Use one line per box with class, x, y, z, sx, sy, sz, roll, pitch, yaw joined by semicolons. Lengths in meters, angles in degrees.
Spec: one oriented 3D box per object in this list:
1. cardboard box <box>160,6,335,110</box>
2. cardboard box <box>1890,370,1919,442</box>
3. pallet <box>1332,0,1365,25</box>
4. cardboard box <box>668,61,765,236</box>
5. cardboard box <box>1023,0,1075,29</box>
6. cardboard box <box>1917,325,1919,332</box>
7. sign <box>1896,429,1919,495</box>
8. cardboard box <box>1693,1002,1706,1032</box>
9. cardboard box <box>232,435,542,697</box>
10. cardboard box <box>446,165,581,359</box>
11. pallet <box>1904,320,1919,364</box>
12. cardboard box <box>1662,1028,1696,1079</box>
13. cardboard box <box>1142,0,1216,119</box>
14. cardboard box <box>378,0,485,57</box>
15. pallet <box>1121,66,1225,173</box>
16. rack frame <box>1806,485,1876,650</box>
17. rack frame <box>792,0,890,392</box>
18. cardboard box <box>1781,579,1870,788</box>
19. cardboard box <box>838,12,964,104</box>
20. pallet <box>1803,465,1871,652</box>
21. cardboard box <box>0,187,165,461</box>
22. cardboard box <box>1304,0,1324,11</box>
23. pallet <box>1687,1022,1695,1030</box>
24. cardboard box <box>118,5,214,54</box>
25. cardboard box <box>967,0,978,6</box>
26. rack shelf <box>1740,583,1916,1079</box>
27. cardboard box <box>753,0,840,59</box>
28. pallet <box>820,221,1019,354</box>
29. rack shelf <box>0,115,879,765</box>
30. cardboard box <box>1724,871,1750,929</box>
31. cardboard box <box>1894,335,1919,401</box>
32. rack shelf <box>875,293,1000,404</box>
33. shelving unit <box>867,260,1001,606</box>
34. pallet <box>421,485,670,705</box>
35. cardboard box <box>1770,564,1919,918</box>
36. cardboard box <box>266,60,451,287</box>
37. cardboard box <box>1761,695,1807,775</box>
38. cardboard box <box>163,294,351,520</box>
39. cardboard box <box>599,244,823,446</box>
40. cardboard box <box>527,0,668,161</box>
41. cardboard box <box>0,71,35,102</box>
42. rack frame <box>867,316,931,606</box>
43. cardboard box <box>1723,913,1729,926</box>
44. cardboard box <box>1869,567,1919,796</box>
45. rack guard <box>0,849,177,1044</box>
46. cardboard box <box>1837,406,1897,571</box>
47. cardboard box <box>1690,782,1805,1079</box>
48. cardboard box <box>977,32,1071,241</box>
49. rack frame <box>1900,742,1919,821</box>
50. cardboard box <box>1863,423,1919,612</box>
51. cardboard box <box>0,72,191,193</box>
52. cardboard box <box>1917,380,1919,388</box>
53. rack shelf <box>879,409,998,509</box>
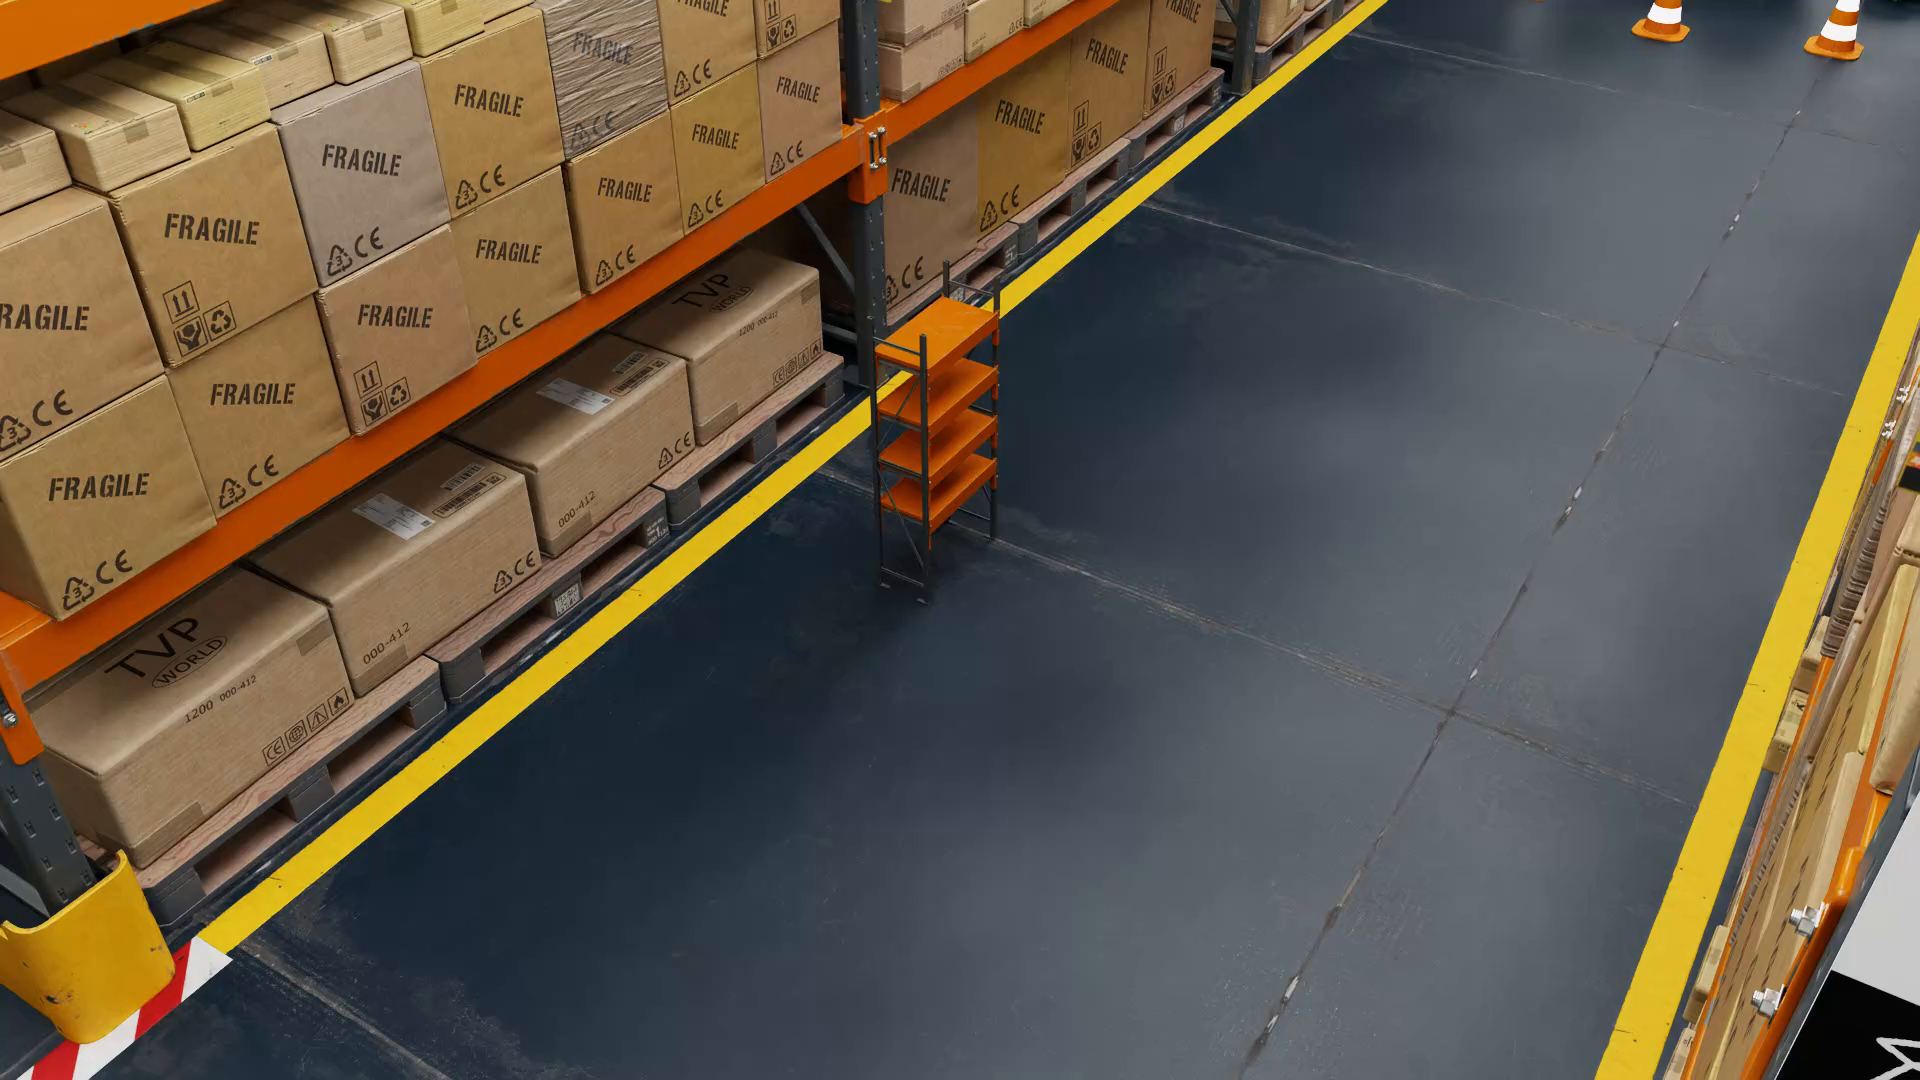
cardboard box;-1.963;-1.329;4.585;0.380;0.149;0.250;22;43;26
cardboard box;3.024;-0.352;4.955;0.380;0.149;0.250;23;43;27
pallet;2.435;-4.044;11.823;1.003;0.211;1.213;21;42;25
cardboard box;-1.086;-1.507;6.166;0.500;0.500;0.500;20;42;24
cardboard box;0.241;-2.665;7.873;0.500;0.250;0.500;21;42;25
cardboard box;4.734;-1.187;7.536;0.500;0.500;0.500;22;43;26
sign;0.851;-0.159;1.317;0.100;0.325;0.005;21;42;25
cardboard box;2.047;1.386;4.243;0.380;0.149;0.250;23;43;27
cardboard box;-2.173;0.006;6.040;0.875;0.438;0.875;22;43;26
cardboard box;-1.636;-0.978;5.480;0.500;0.500;0.500;23;43;27
pallet;5.175;-1.046;7.933;1.003;0.211;1.213;21;42;25
cardboard box;1.882;1.388;3.997;0.380;0.149;0.250;23;43;27
cardboard box;0.921;-3.115;9.731;0.875;0.875;0.875;21;42;25
cardboard box;-1.635;-1.566;4.892;0.380;0.149;0.250;20;42;24
pallet;0.875;-2.633;9.993;1.003;0.211;1.213;21;42;25
rack frame;3.452;-0.490;4.929;1.000;3.000;0.127;21;42;25
rack frame;-0.782;-2.057;6.962;1.000;3.000;0.127;21;42;25
cardboard box;2.152;0.317;3.557;0.500;0.500;0.500;23;43;27
cardboard box;-0.323;-2.138;7.190;0.500;0.250;0.500;20;42;24
pallet;3.868;0.212;6.302;1.003;0.211;1.213;21;42;25
cardboard box;-2.427;-0.585;4.151;0.500;0.500;0.500;20;42;24
cardboard box;2.061;-3.916;11.181;0.950;0.372;0.625;20;42;24
pallet;2.469;1.603;4.497;1.003;0.211;1.213;21;42;25
cardboard box;-2.349;-1.466;4.762;0.380;0.149;0.250;21;42;25
cardboard box;-0.053;-2.608;7.390;0.500;0.250;0.500;22;43;26
rack shelf;2.380;-0.362;2.895;1.077;0.370;4.000;21;42;25
cardboard box;-0.802;-2.159;6.193;0.500;0.500;0.500;21;42;25
pallet;-0.432;-1.375;8.361;1.003;0.211;1.213;21;42;25
rack shelf;-1.854;-0.741;5.844;1.077;0.370;4.000;21;42;25
cardboard box;2.324;1.116;4.593;0.380;0.149;0.250;21;42;25
cardboard box;4.189;-0.658;6.850;0.500;0.500;0.500;20;42;24
rack shelf;-0.089;-0.701;6.033;0.258;0.148;0.480;21;42;25
shelving unit;-0.089;-0.390;6.273;0.258;1.200;0.503;21;42;25
pallet;-1.908;0.045;6.519;1.003;0.211;1.213;21;42;25
cardboard box;1.615;0.440;2.578;0.500;0.500;0.500;20;42;24
cardboard box;-1.887;-1.122;4.847;0.500;0.500;0.500;21;42;25
cardboard box;2.843;0.692;5.386;0.380;0.149;0.250;22;43;26
cardboard box;-2.178;-0.458;4.806;0.500;0.500;0.500;21;42;25
cardboard box;-1.209;-0.920;7.242;0.875;0.438;0.875;21;42;24
cardboard box;-1.345;-1.635;5.513;0.500;0.500;0.500;22;43;26
cardboard box;-2.719;-1.238;4.466;0.380;0.149;0.250;21;42;25
rack frame;-0.219;-0.264;6.110;0.240;1.200;0.015;21;42;25
cardboard box;2.324;1.237;4.679;0.380;0.149;0.250;20;42;24
cardboard box;1.329;0.122;1.801;0.500;0.250;0.500;20;42;24
rack guard;-2.938;1.007;5.034;1.175;0.500;0.348;21;42;25
cardboard box;3.636;-0.131;6.166;0.500;0.500;0.500;20;42;24
cardboard box;1.612;0.835;2.885;0.500;0.500;0.500;20;42;24
cardboard box;-0.040;-2.196;8.538;0.875;0.875;0.875;22;43;26
rack frame;1.309;-0.804;0.422;1.000;3.000;0.127;21;42;25
cardboard box;2.167;-0.105;3.285;0.500;0.500;0.500;20;42;24
cardboard box;-2.185;-1.035;4.204;0.380;0.149;0.250;23;43;26
cardboard box;2.974;-0.475;4.583;0.500;0.500;0.500;20;42;24
rack shelf;-0.089;-0.337;6.314;0.258;0.148;0.480;21;42;25
